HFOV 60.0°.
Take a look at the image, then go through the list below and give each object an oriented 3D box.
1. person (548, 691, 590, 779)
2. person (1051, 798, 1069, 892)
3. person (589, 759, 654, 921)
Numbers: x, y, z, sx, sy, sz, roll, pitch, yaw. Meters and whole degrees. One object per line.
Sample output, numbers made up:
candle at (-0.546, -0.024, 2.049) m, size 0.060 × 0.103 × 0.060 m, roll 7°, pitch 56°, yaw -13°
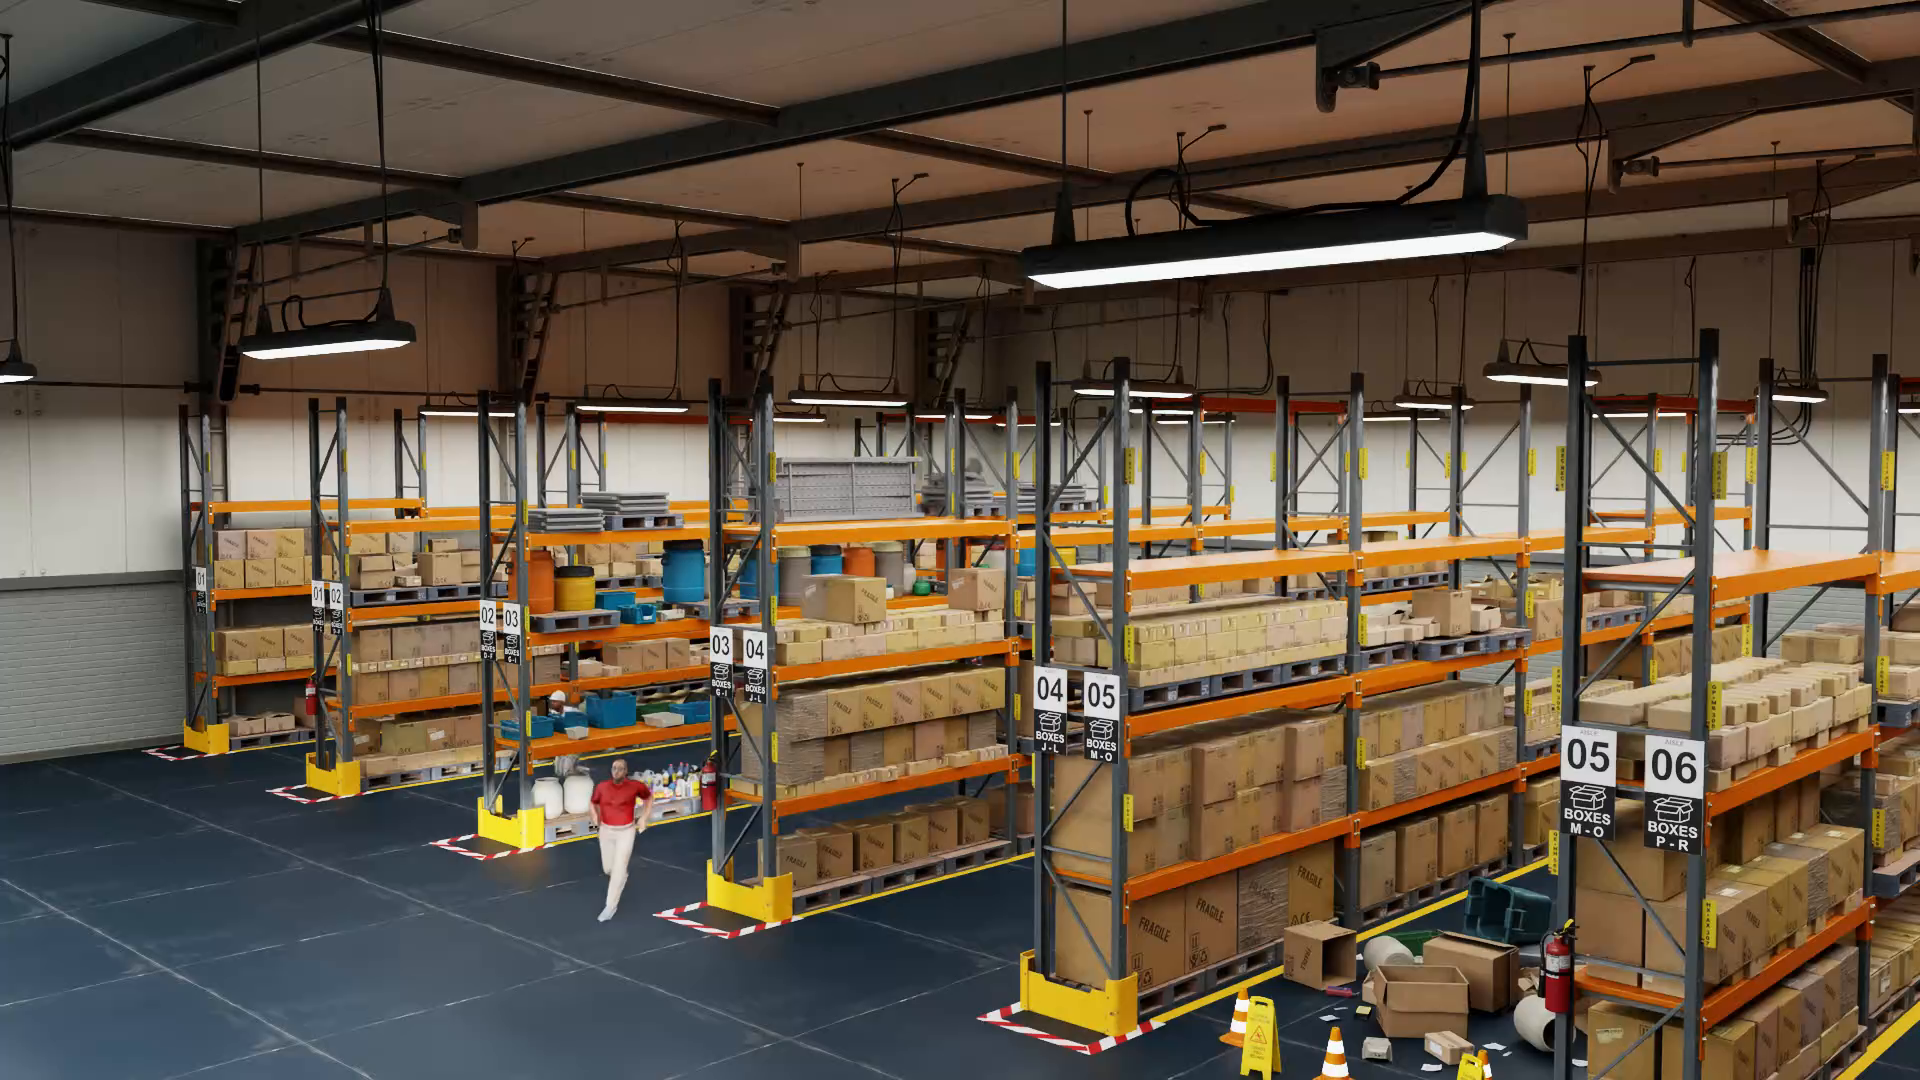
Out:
person at (-5.731, 3.040, 24.447) m, size 0.675 × 1.705 × 0.759 m, roll 2°, pitch 4°, yaw 35°
person at (1.234, 3.365, 18.084) m, size 0.723 × 1.738 × 0.634 m, roll 2°, pitch 4°, yaw 38°
person at (-3.846, 3.334, 18.774) m, size 0.698 × 1.739 × 0.961 m, roll 0°, pitch 3°, yaw 5°
